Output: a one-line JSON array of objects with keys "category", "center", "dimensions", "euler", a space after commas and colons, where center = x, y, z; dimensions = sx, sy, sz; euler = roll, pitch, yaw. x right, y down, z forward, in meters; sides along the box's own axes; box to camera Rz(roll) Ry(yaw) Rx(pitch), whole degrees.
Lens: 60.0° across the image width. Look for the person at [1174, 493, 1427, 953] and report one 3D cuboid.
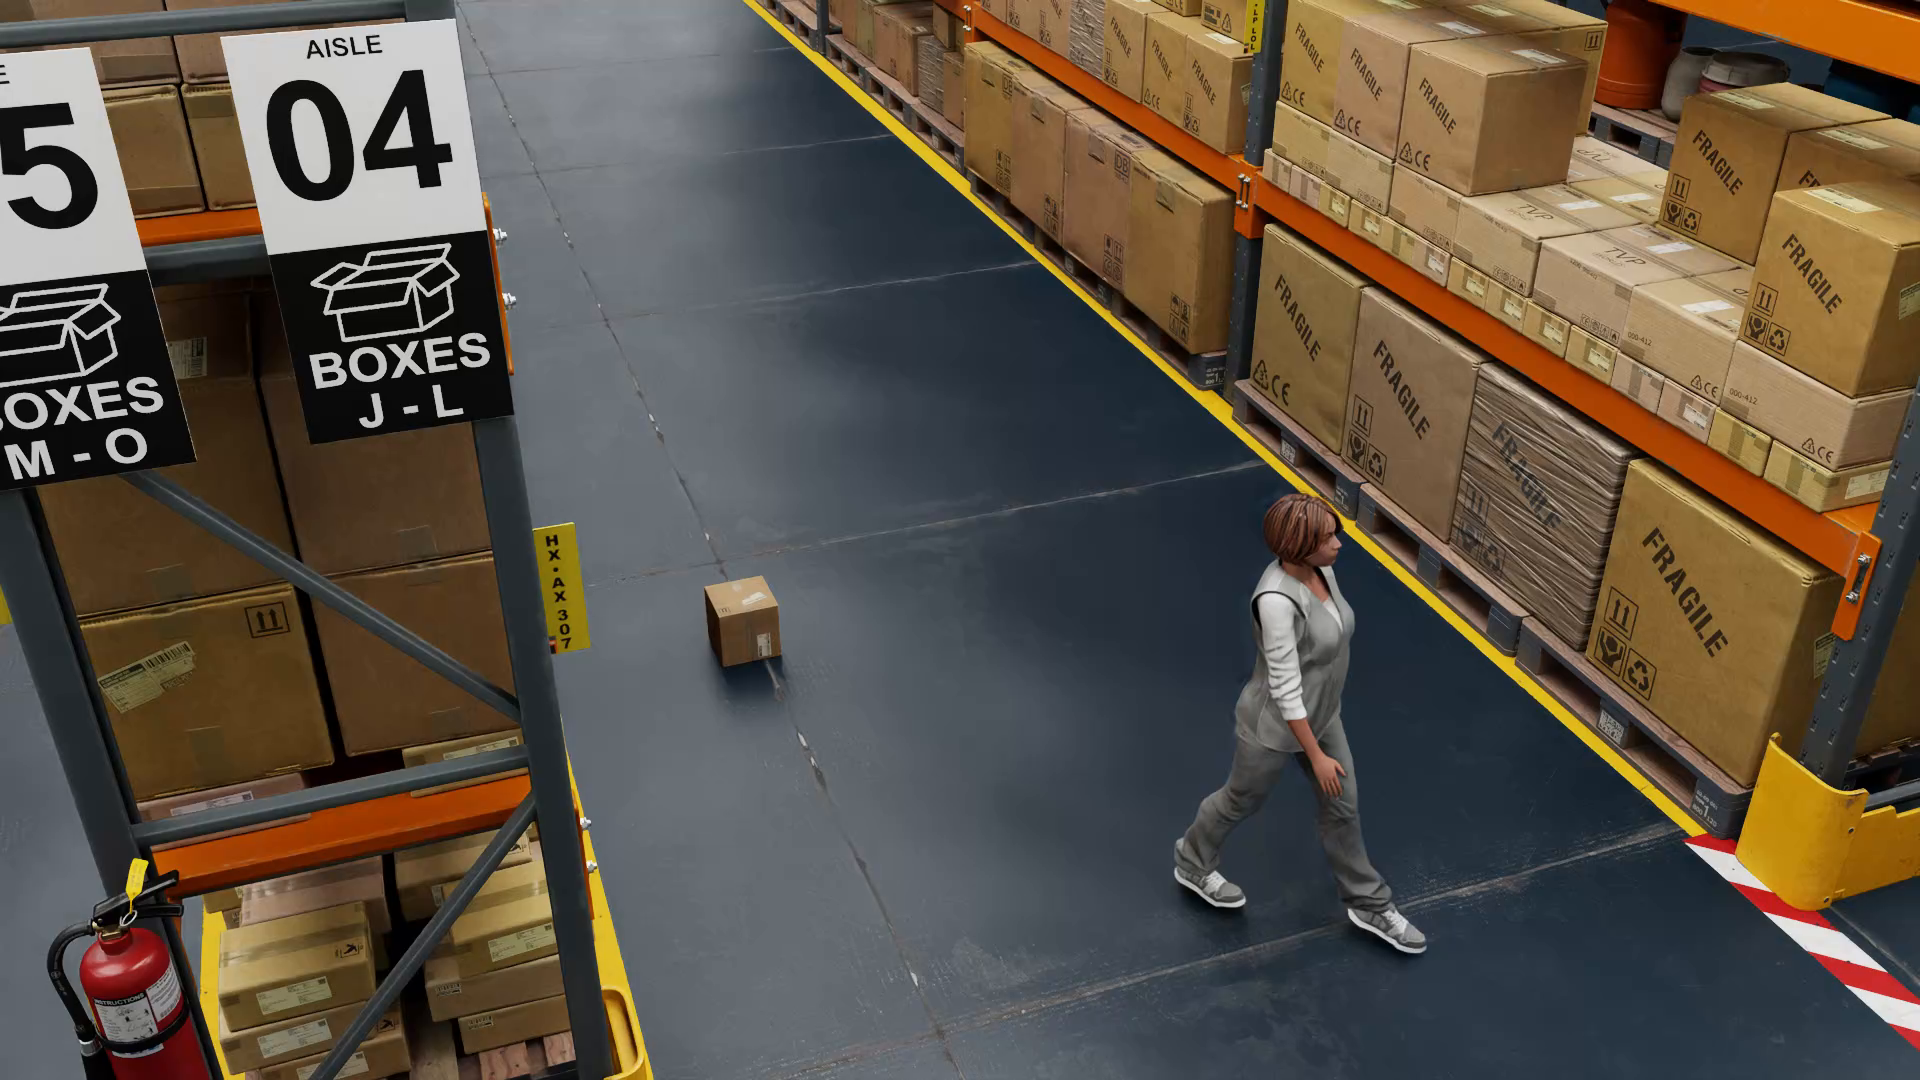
[{"category": "person", "center": [1.090, 0.591, 5.121], "dimensions": [0.850, 1.552, 0.424], "euler": [20, 36, 31]}]
